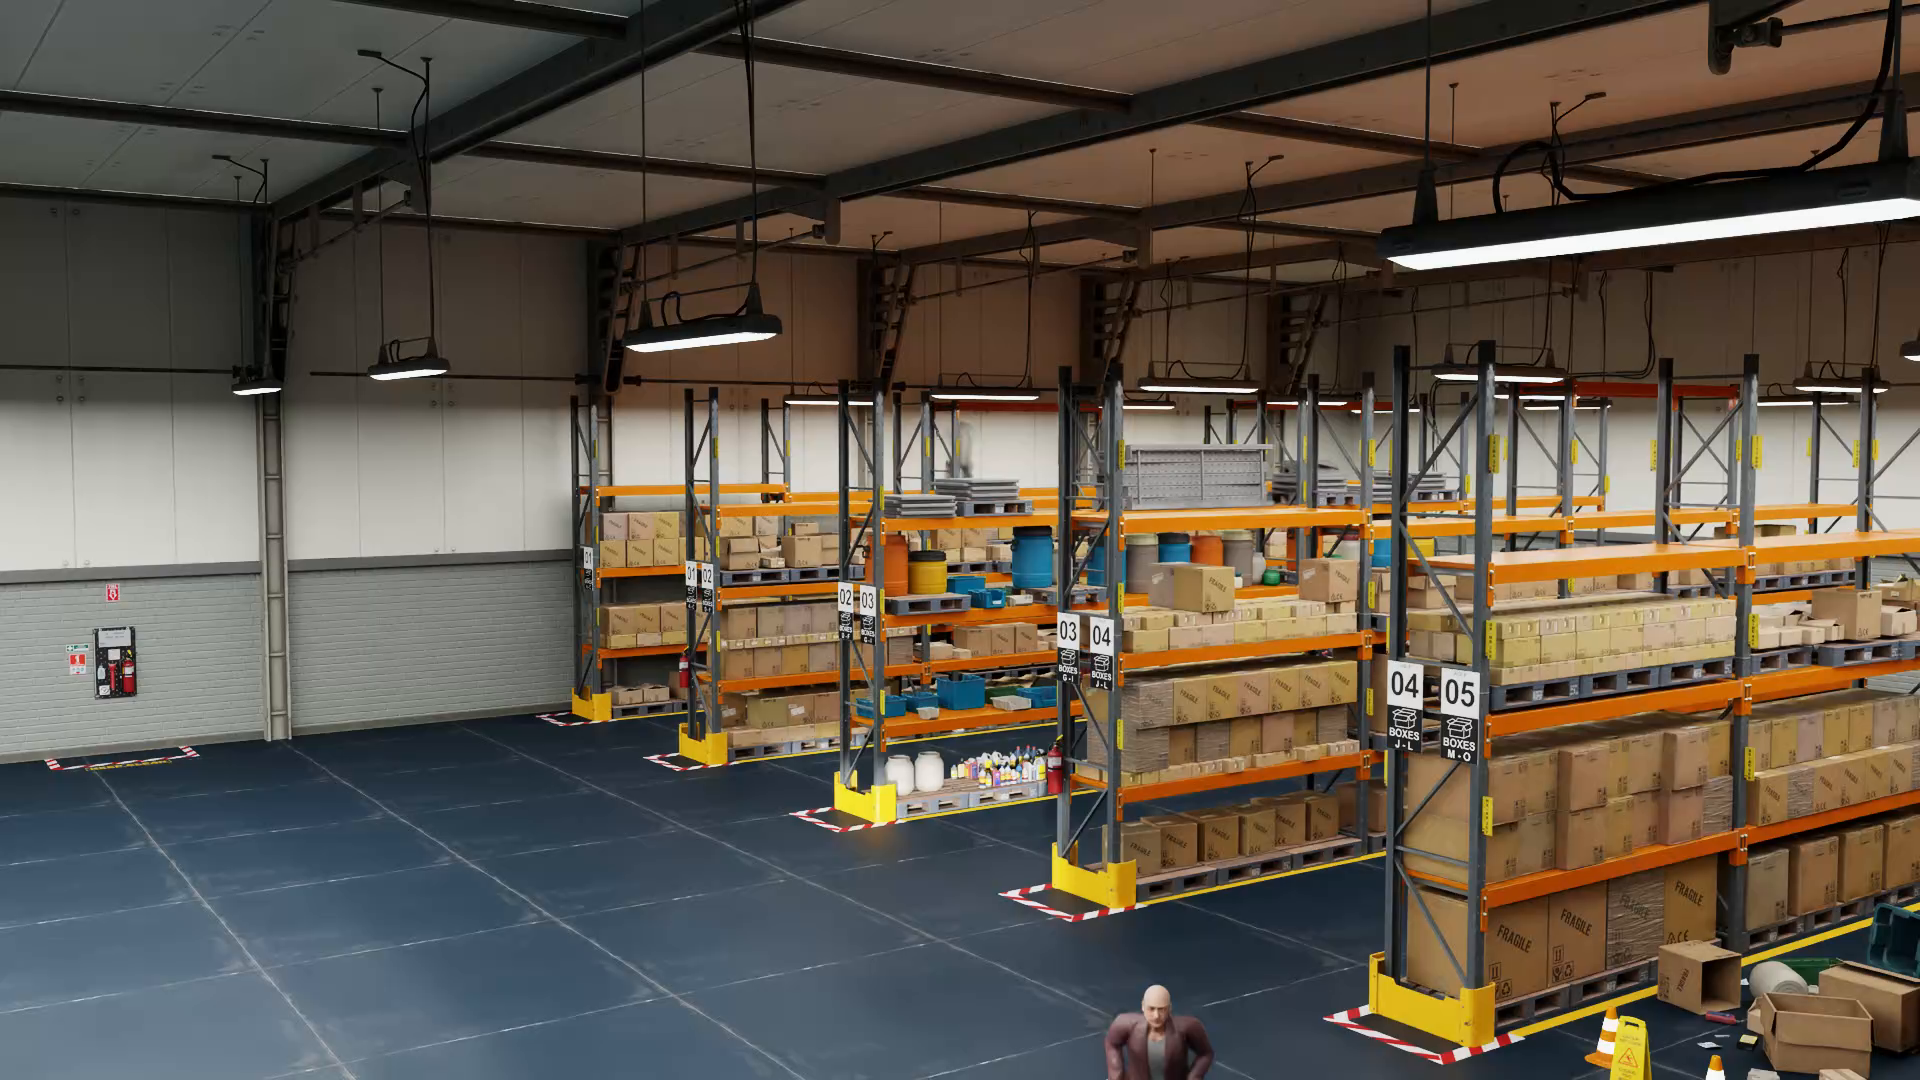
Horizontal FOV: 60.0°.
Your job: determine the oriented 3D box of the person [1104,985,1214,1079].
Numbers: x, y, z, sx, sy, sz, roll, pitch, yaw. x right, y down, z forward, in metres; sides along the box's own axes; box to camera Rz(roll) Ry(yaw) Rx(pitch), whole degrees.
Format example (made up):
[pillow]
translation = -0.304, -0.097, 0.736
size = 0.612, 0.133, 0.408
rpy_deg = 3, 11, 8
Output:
[person]
translation = 1.300, 3.674, 10.911
size = 0.711, 1.725, 0.874
rpy_deg = 0, 3, 6
